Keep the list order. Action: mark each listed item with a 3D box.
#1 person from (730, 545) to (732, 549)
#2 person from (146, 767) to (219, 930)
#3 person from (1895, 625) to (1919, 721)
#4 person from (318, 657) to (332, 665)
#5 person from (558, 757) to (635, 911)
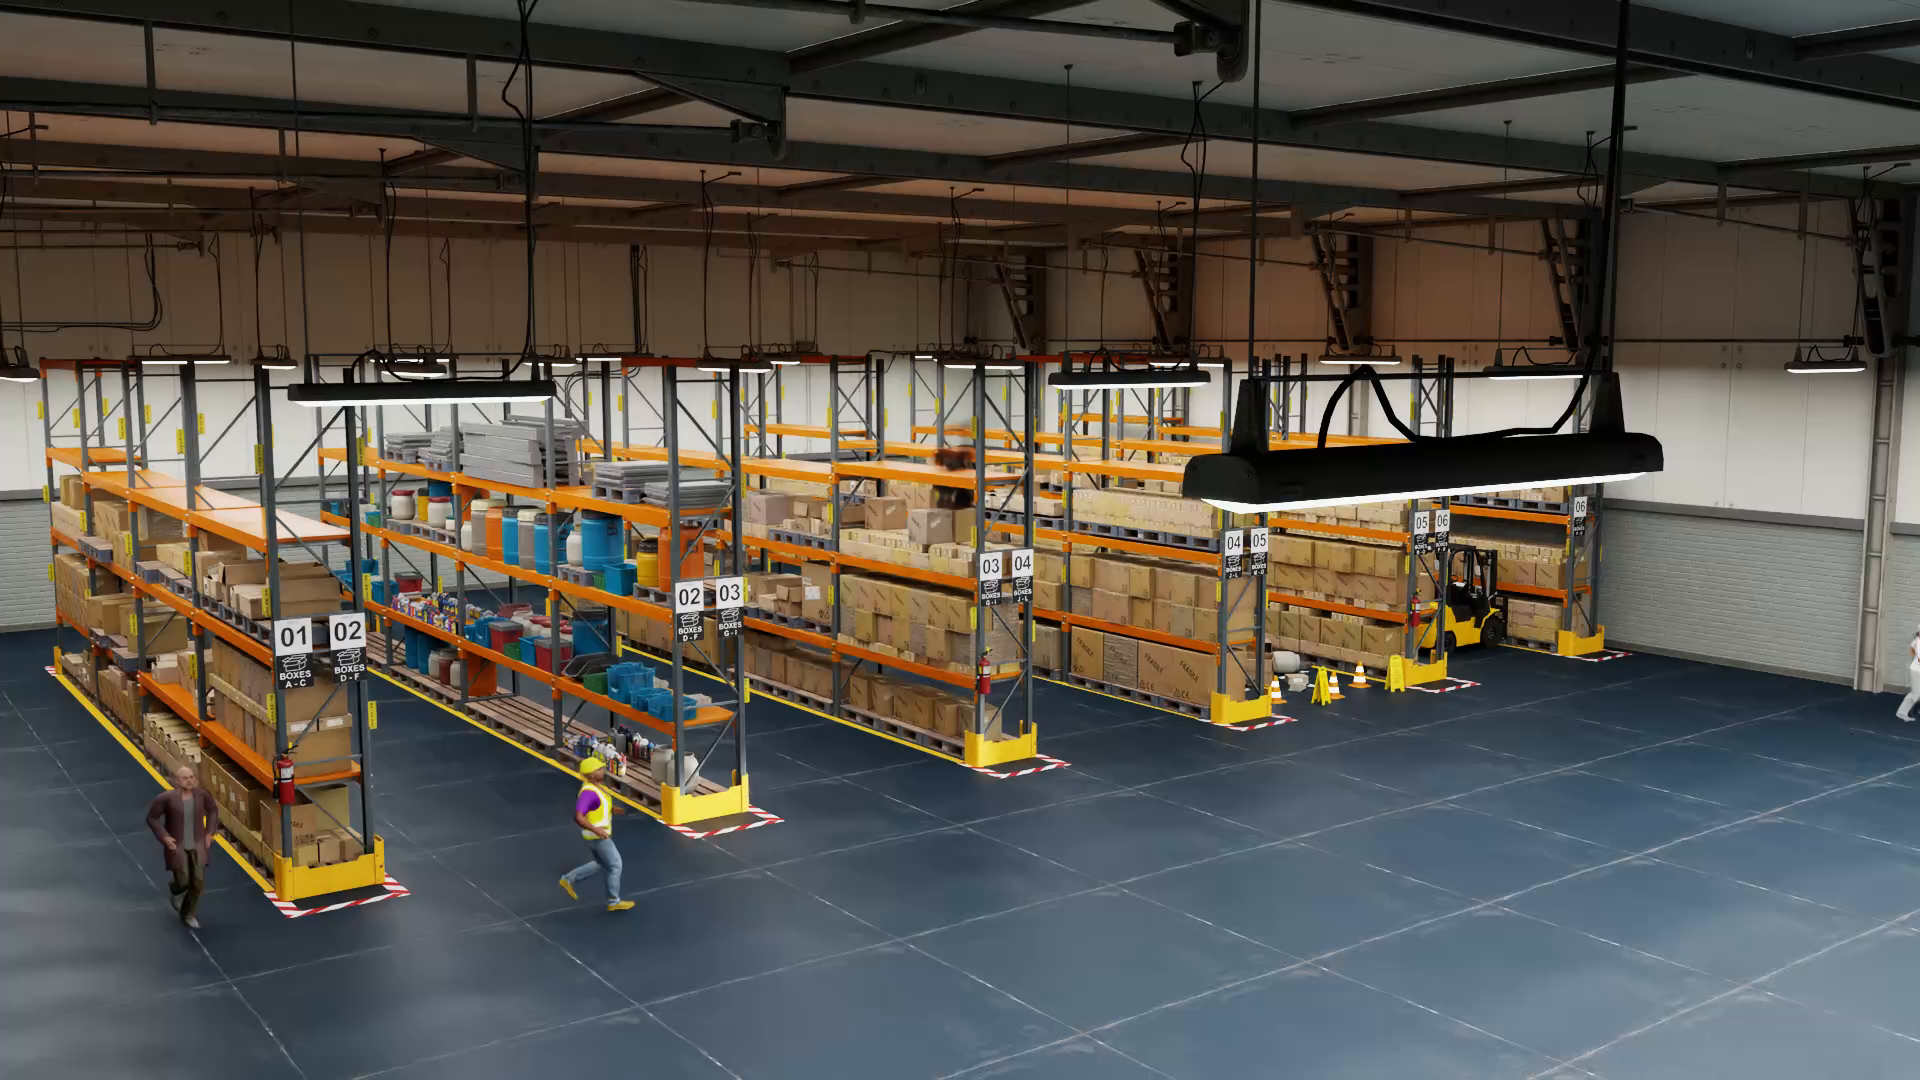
[{"bbox_3d":[-5.173,0.918,38.236,0.613,1.746,0.724,-5,8,-35],"label":"person"},{"bbox_3d":[-8.430,3.361,18.107,0.739,1.659,0.634,-6,9,-40],"label":"person"},{"bbox_3d":[15.930,2.232,27.496,0.705,1.717,0.596,6,9,39],"label":"person"},{"bbox_3d":[-11.092,1.975,29.140,0.570,1.698,0.929,-5,9,-38],"label":"person"},{"bbox_3d":[-4.051,3.265,18.440,0.838,1.736,0.714,-1,7,-10],"label":"person"}]
